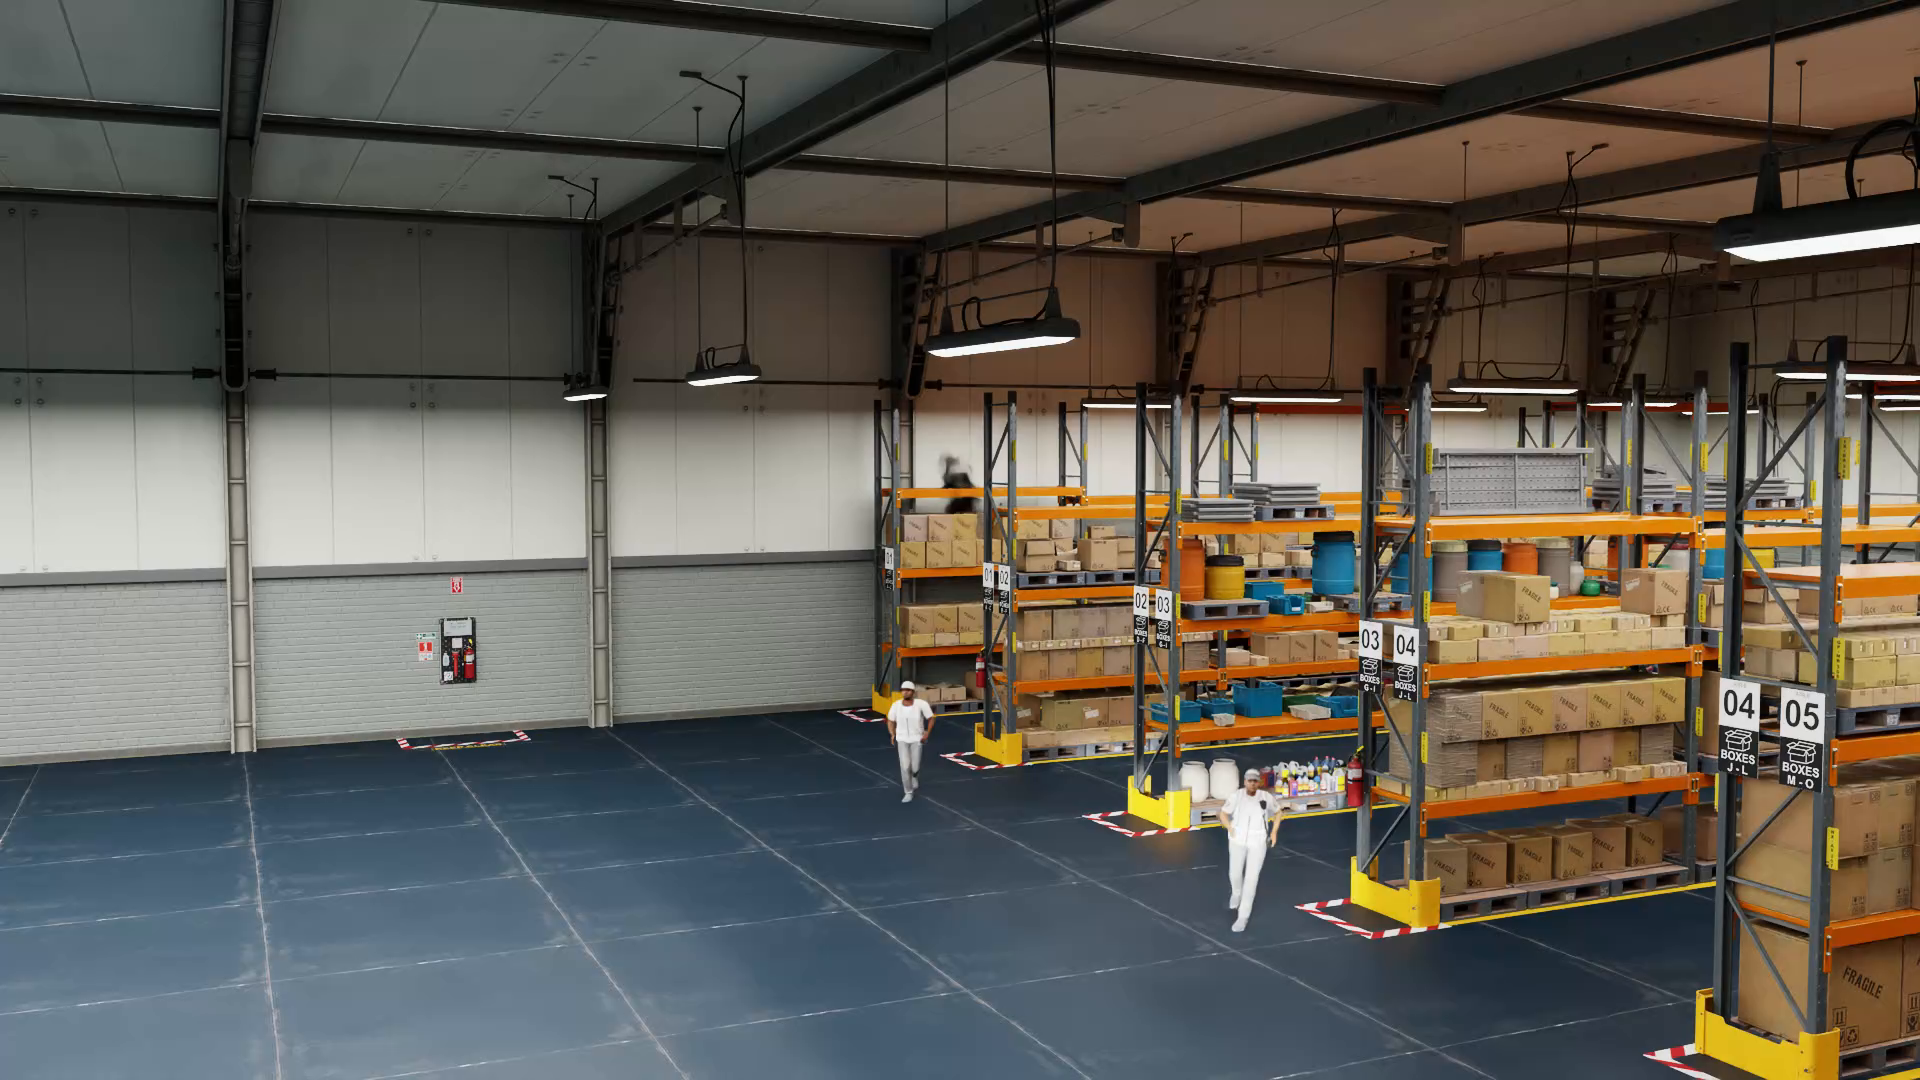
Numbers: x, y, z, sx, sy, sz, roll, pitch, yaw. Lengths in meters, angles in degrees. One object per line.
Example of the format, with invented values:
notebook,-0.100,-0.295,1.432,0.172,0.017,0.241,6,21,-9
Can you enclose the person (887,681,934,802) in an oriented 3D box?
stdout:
person,-0.723,2.903,24.121,0.693,1.735,0.582,0,3,7

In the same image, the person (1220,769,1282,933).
person,3.111,3.290,17.892,0.648,1.666,0.914,1,3,18
